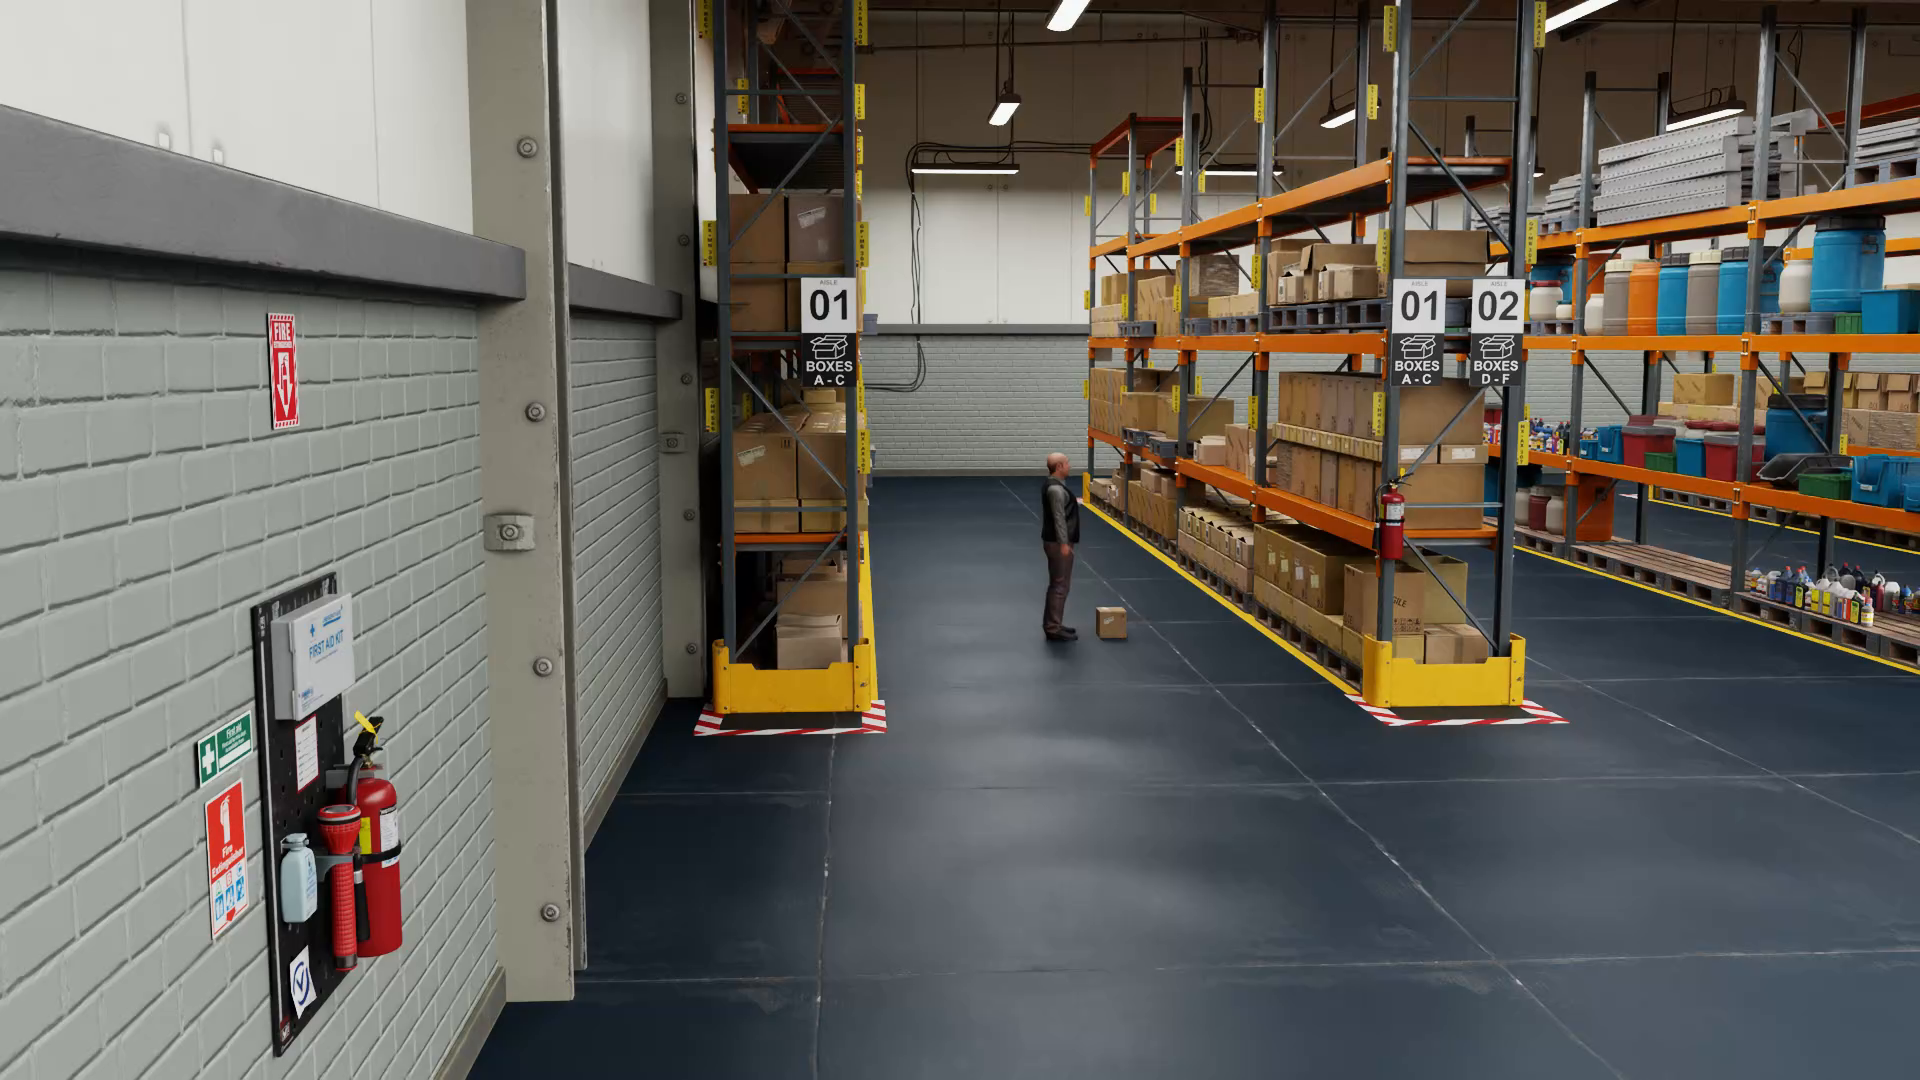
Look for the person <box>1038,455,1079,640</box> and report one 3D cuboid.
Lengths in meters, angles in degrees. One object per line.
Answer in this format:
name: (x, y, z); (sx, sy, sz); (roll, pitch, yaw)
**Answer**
person: (0.919, 0.058, 15.477); (0.374, 1.703, 0.543); (0, 7, -2)
